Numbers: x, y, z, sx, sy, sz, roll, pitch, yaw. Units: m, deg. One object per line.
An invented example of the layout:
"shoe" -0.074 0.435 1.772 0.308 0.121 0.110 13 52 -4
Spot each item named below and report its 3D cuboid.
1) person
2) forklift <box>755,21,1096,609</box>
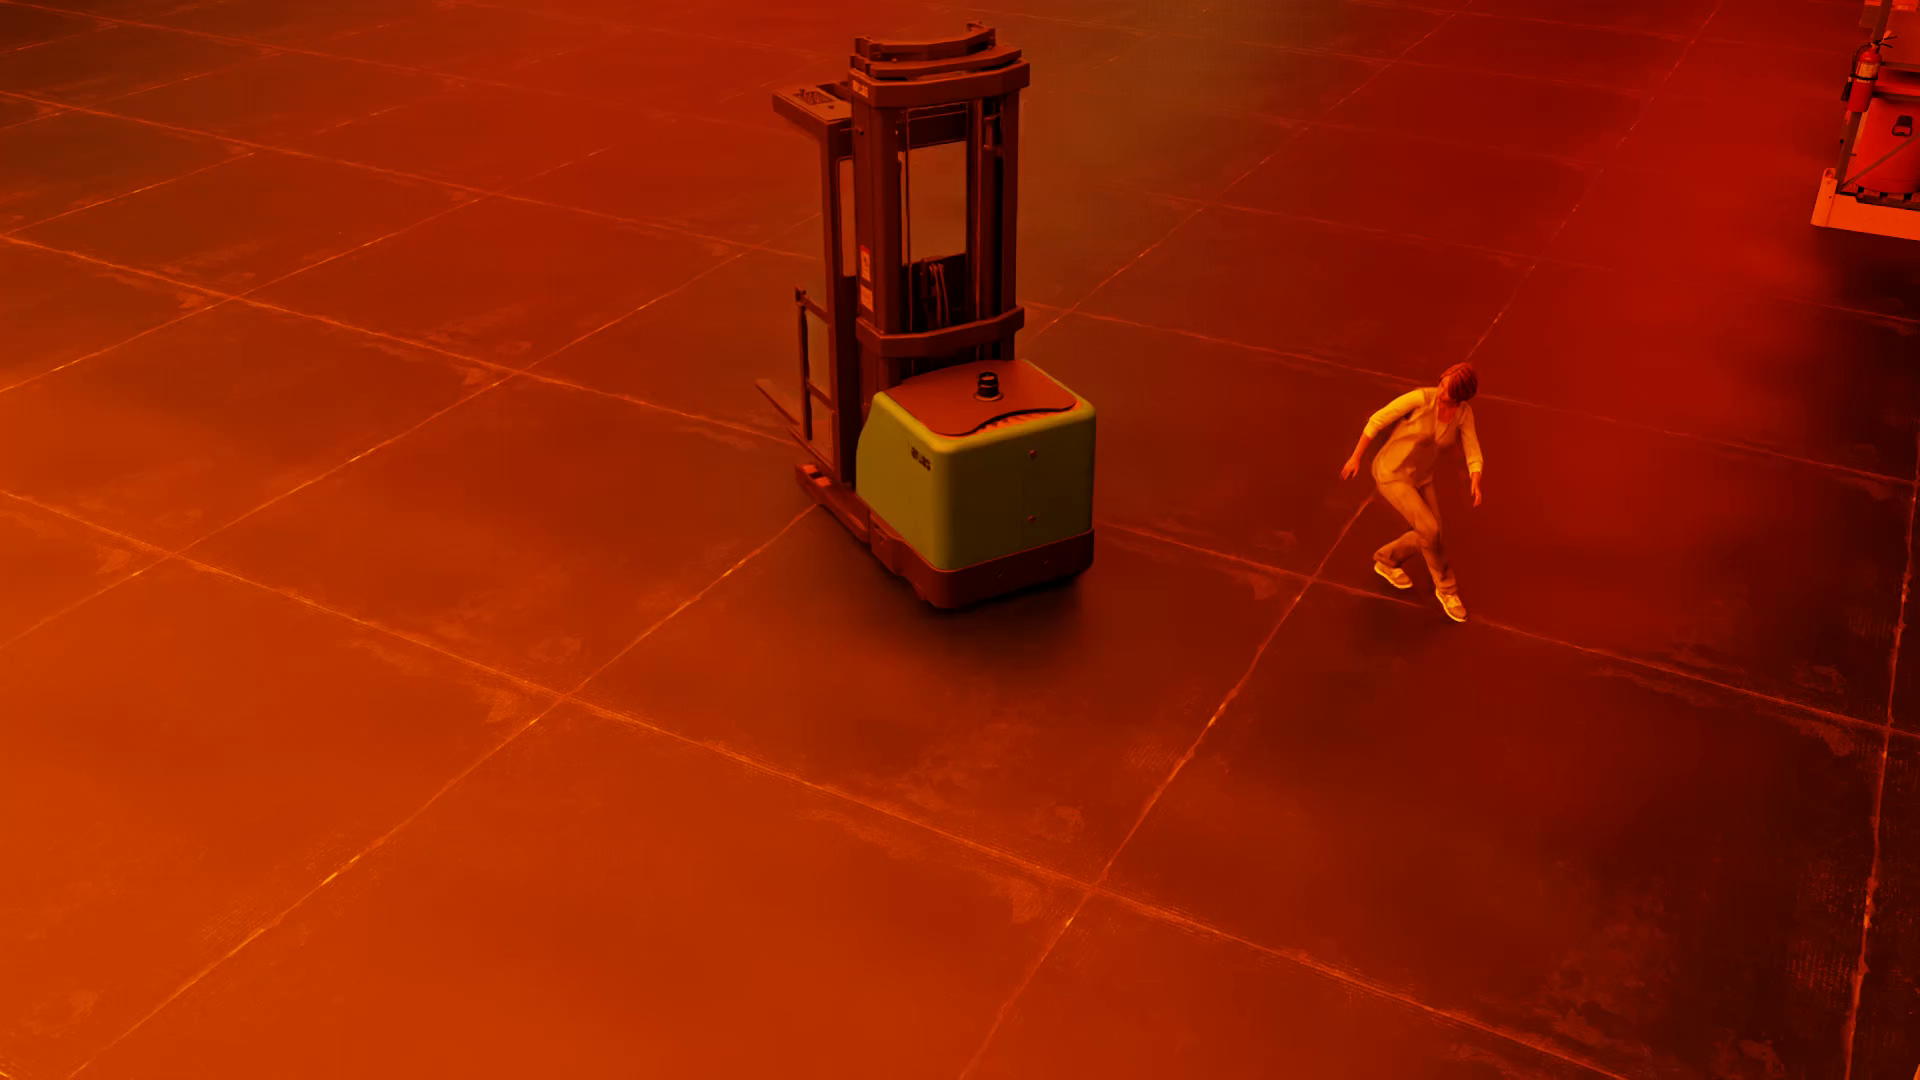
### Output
"person" 2.514 -0.233 9.077 0.637 1.349 0.714 -13 33 -22
"forklift" -0.387 -1.596 9.835 1.130 2.935 3.031 -16 33 -25
